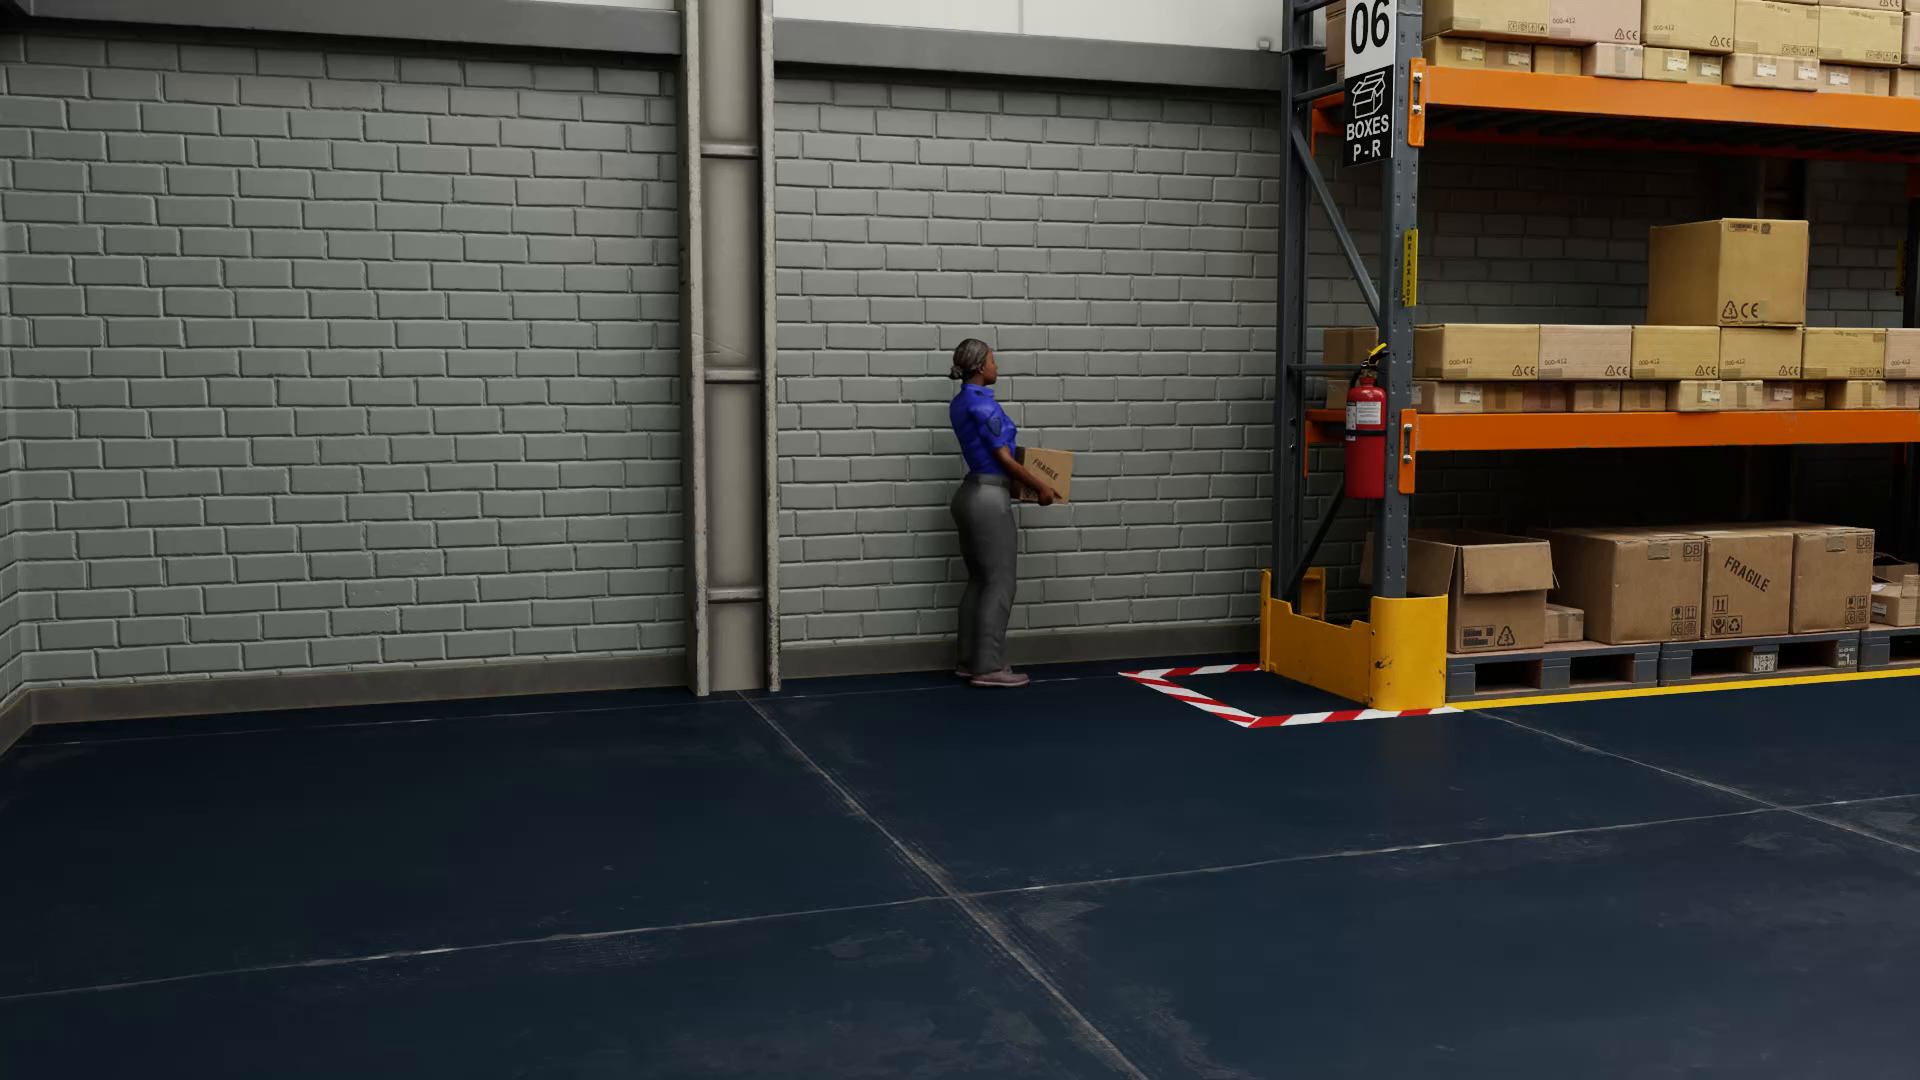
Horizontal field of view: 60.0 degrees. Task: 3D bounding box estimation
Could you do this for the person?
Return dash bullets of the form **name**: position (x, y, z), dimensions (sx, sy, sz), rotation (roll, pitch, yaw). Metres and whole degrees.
- **person**: position (0.197, -0.135, 7.958), dimensions (0.517, 1.647, 0.450), rotation (-2, 6, -18)
